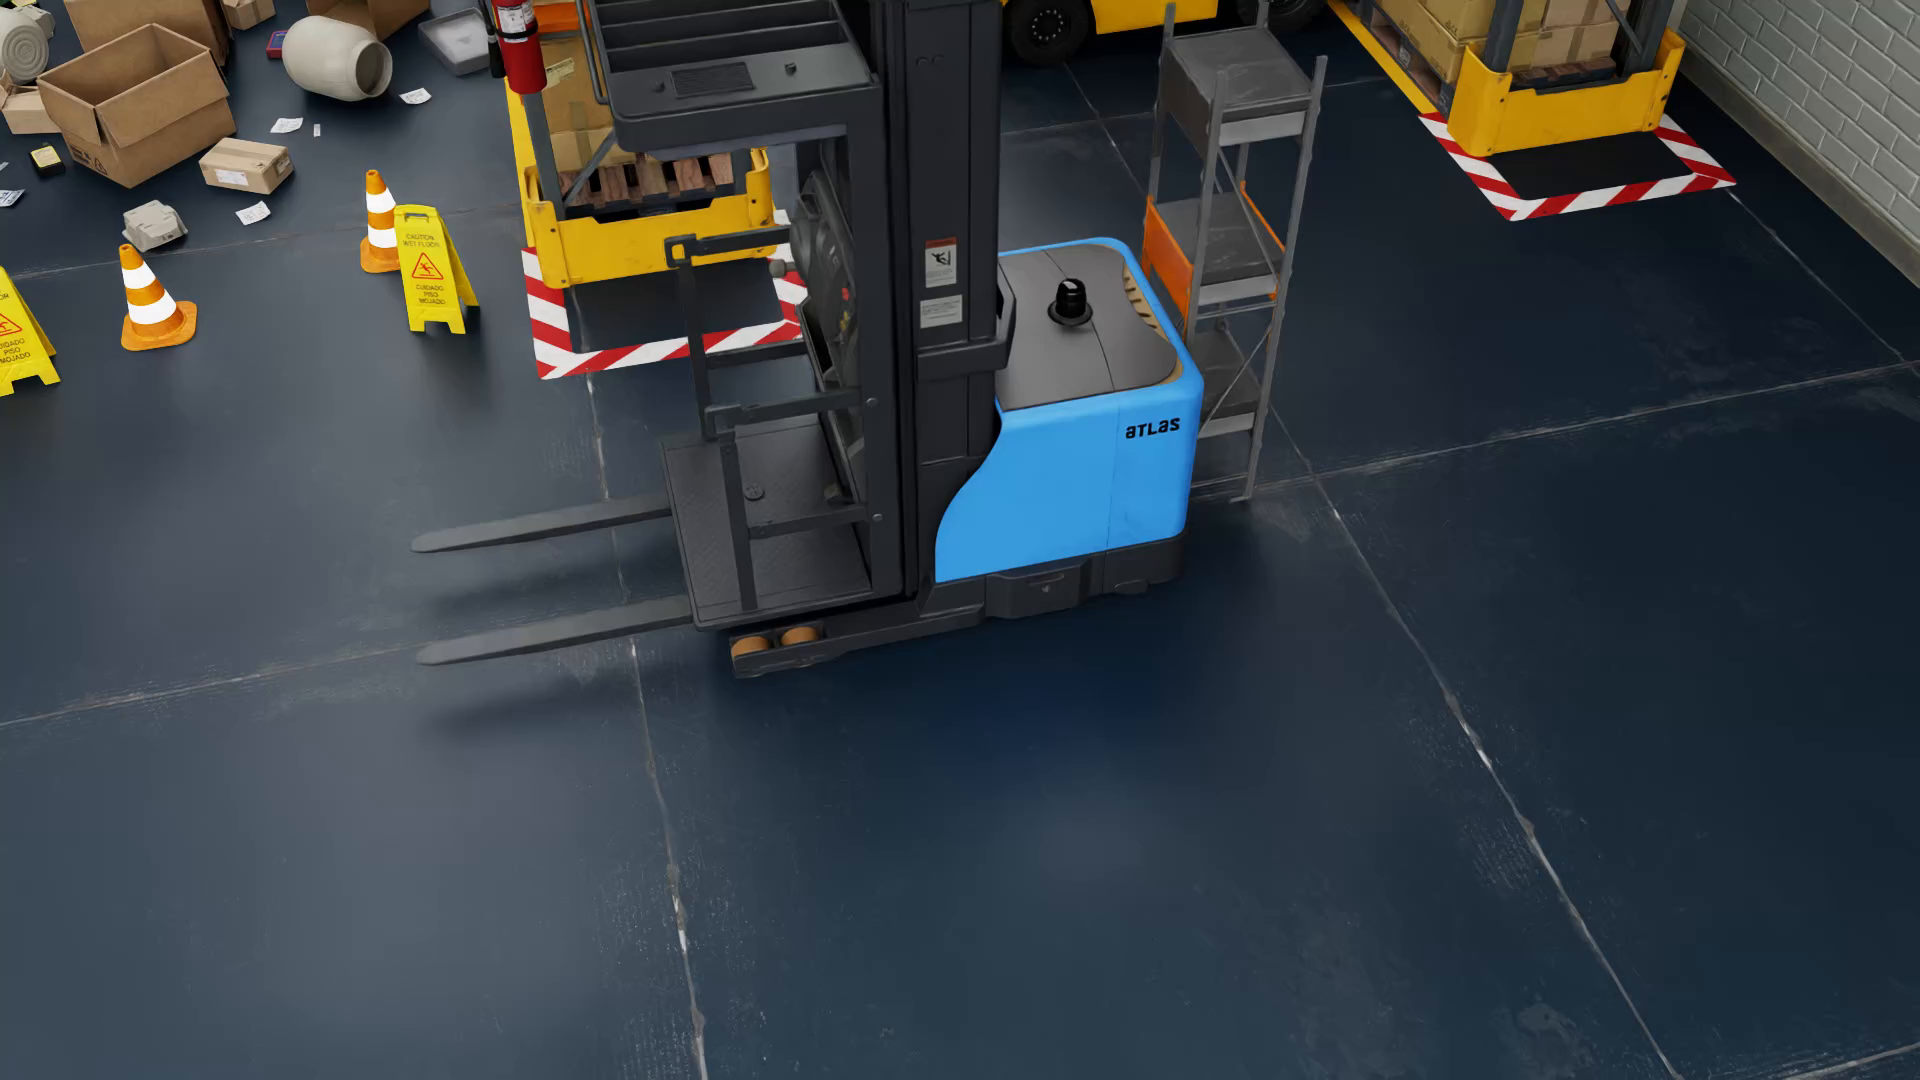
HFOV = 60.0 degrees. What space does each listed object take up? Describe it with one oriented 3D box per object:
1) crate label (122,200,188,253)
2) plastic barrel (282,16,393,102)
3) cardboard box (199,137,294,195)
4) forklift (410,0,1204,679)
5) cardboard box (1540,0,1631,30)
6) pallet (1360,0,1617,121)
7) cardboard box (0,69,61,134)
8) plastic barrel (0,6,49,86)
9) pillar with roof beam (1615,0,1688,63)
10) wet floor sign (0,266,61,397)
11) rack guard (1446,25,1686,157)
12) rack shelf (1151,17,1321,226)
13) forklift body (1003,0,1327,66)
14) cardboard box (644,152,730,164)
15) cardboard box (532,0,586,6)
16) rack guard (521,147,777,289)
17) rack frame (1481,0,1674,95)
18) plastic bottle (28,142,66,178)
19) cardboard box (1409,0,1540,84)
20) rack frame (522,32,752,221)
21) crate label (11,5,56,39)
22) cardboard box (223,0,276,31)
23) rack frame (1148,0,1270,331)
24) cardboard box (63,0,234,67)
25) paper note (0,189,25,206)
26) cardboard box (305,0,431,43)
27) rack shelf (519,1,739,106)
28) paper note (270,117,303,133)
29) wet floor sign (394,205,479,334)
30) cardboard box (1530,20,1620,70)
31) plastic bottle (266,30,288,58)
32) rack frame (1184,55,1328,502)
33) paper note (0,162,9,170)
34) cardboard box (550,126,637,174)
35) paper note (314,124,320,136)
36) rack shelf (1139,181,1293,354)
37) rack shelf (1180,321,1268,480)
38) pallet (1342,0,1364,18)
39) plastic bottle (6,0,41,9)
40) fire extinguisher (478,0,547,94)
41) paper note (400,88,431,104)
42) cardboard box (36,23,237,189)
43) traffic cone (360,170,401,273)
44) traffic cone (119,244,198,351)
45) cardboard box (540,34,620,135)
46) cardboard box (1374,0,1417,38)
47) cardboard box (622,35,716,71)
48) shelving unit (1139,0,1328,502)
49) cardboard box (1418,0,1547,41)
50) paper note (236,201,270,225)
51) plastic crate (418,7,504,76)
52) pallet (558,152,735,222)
[{"bbox_3d":[-4.112,-1.606,8.479,0.250,0.136,0.298,-35,55,-30],"label":"crate label"},{"bbox_3d":[-3.500,-2.701,9.351,0.512,0.421,0.421,19,48,17],"label":"plastic barrel"},{"bbox_3d":[-3.796,-1.991,8.848,0.380,0.149,0.250,11,47,11],"label":"cardboard box"},{"bbox_3d":[-0.661,-0.912,5.842,3.031,2.935,1.130,-11,47,-10],"label":"forklift"},{"bbox_3d":[3.370,-3.086,9.206,0.500,0.250,0.500,-10,46,-10],"label":"cardboard box"},{"bbox_3d":[3.053,-2.908,9.703,1.003,0.211,1.213,-11,47,-10],"label":"pallet"},{"bbox_3d":[-5.070,-2.433,9.200,0.396,0.266,0.258,-3,46,-3],"label":"cardboard box"},{"bbox_3d":[-5.518,-2.836,9.483,0.512,0.421,0.421,19,48,17],"label":"plastic barrel"},{"bbox_3d":[-0.179,-5.322,5.916,9.100,9.000,0.400,-11,47,-10],"label":"pillar with roof beam"},{"bbox_3d":[-4.345,-0.997,7.526,0.267,0.644,0.232,-18,48,-17],"label":"wet floor sign"},{"bbox_3d":[3.296,-2.472,9.073,1.175,0.500,0.348,-11,47,-10],"label":"rack guard"},{"bbox_3d":[0.996,-1.528,6.067,0.431,0.518,0.480,-11,47,-11],"label":"rack shelf"},{"bbox_3d":[1.041,-4.042,9.456,2.313,2.155,1.214,-11,47,-10],"label":"forklift body"},{"bbox_3d":[-1.447,-2.246,8.732,0.500,0.250,0.500,-11,47,-11],"label":"cardboard box"},{"bbox_3d":[-1.810,-2.585,7.609,0.380,0.149,0.250,-9,46,-9],"label":"cardboard box"},{"bbox_3d":[-1.527,-1.631,8.249,1.175,0.500,0.348,-11,47,-10],"label":"rack guard"},{"bbox_3d":[3.290,-3.364,8.197,1.000,3.000,0.127,-11,47,-10],"label":"rack frame"},{"bbox_3d":[-4.937,-2.057,8.974,0.133,0.061,0.283,-26,51,-24],"label":"plastic bottle"},{"bbox_3d":[2.864,-2.815,9.290,0.500,0.250,0.500,-10,46,-10],"label":"cardboard box"},{"bbox_3d":[-1.508,-2.454,7.305,1.000,3.000,0.127,-11,47,-10],"label":"rack frame"},{"bbox_3d":[-5.571,-3.070,9.913,0.250,0.136,0.298,27,51,24],"label":"crate label"},{"bbox_3d":[-4.398,-3.303,10.052,0.396,0.266,0.258,27,51,24],"label":"cardboard box"},{"bbox_3d":[0.930,-1.215,6.722,0.400,2.100,0.015,-11,47,-11],"label":"rack frame"},{"bbox_3d":[-4.652,-3.021,9.514,0.797,0.637,0.503,-11,47,-10],"label":"cardboard box"},{"bbox_3d":[-5.016,-1.803,8.748,0.144,0.017,0.142,4,46,4],"label":"paper note"},{"bbox_3d":[-3.573,-3.353,9.934,0.500,0.500,0.500,19,48,17],"label":"cardboard box"},{"bbox_3d":[-2.020,-3.583,8.915,1.077,0.370,4.000,-11,47,-10],"label":"rack shelf"},{"bbox_3d":[-3.746,-2.313,9.254,0.148,0.019,0.142,4,46,4],"label":"paper note"},{"bbox_3d":[-2.493,-1.303,7.826,0.267,0.644,0.232,4,46,4],"label":"wet floor sign"},{"bbox_3d":[3.353,-2.923,9.396,0.500,0.250,0.500,-11,47,-10],"label":"cardboard box"},{"bbox_3d":[-4.014,-2.953,9.852,0.133,0.061,0.283,-3,46,-3],"label":"plastic bottle"},{"bbox_3d":[1.062,-0.880,6.393,0.400,2.100,0.015,-11,47,-11],"label":"rack frame"},{"bbox_3d":[-5.172,-2.000,8.953,0.032,0.001,0.123,11,47,11],"label":"paper note"},{"bbox_3d":[-1.981,-2.164,8.652,0.500,0.250,0.500,-11,47,-11],"label":"cardboard box"},{"bbox_3d":[-3.567,-2.274,9.222,0.032,0.001,0.123,-11,47,-10],"label":"paper note"},{"bbox_3d":[0.996,-1.038,6.567,0.431,0.518,0.480,-11,47,-11],"label":"rack shelf"},{"bbox_3d":[0.996,-0.548,7.067,0.431,0.518,0.480,-11,47,-11],"label":"rack shelf"},{"bbox_3d":[2.745,-3.749,10.527,1.003,0.211,1.213,-11,47,-10],"label":"pallet"},{"bbox_3d":[-5.761,-3.297,10.189,0.133,0.061,0.283,-35,55,-30],"label":"plastic bottle"},{"bbox_3d":[-1.924,-2.263,7.173,0.296,0.674,0.183,-11,47,-10],"label":"fire extinguisher"},{"bbox_3d":[-3.094,-2.526,9.455,0.142,0.019,0.148,-26,51,-24],"label":"paper note"},{"bbox_3d":[-4.405,-2.330,8.931,0.637,0.503,0.797,27,51,24],"label":"cardboard box"},{"bbox_3d":[-2.865,-1.627,8.271,0.336,0.463,0.334,-11,47,-10],"label":"traffic cone"},{"bbox_3d":[-3.851,-1.189,7.842,0.336,0.463,0.334,-11,47,-10],"label":"traffic cone"},{"bbox_3d":[-1.965,-2.406,8.365,0.500,0.500,0.500,-10,46,-10],"label":"cardboard box"},{"bbox_3d":[2.746,-3.160,9.628,0.500,0.250,0.500,-11,47,-10],"label":"cardboard box"},{"bbox_3d":[-1.453,-2.524,8.481,0.500,0.500,0.500,-12,47,-12],"label":"cardboard box"},{"bbox_3d":[0.996,-1.048,6.557,0.431,2.100,0.503,-11,47,-11],"label":"shelving unit"},{"bbox_3d":[2.863,-3.002,9.124,0.500,0.250,0.500,-11,47,-11],"label":"cardboard box"},{"bbox_3d":[-3.674,-1.703,8.648,0.148,0.019,0.142,-26,51,-24],"label":"paper note"},{"bbox_3d":[-2.922,-2.959,9.845,0.402,0.080,0.583,-26,51,-24],"label":"plastic crate"},{"bbox_3d":[-1.701,-2.097,8.908,1.003,0.211,1.213,-11,47,-10],"label":"pallet"}]
